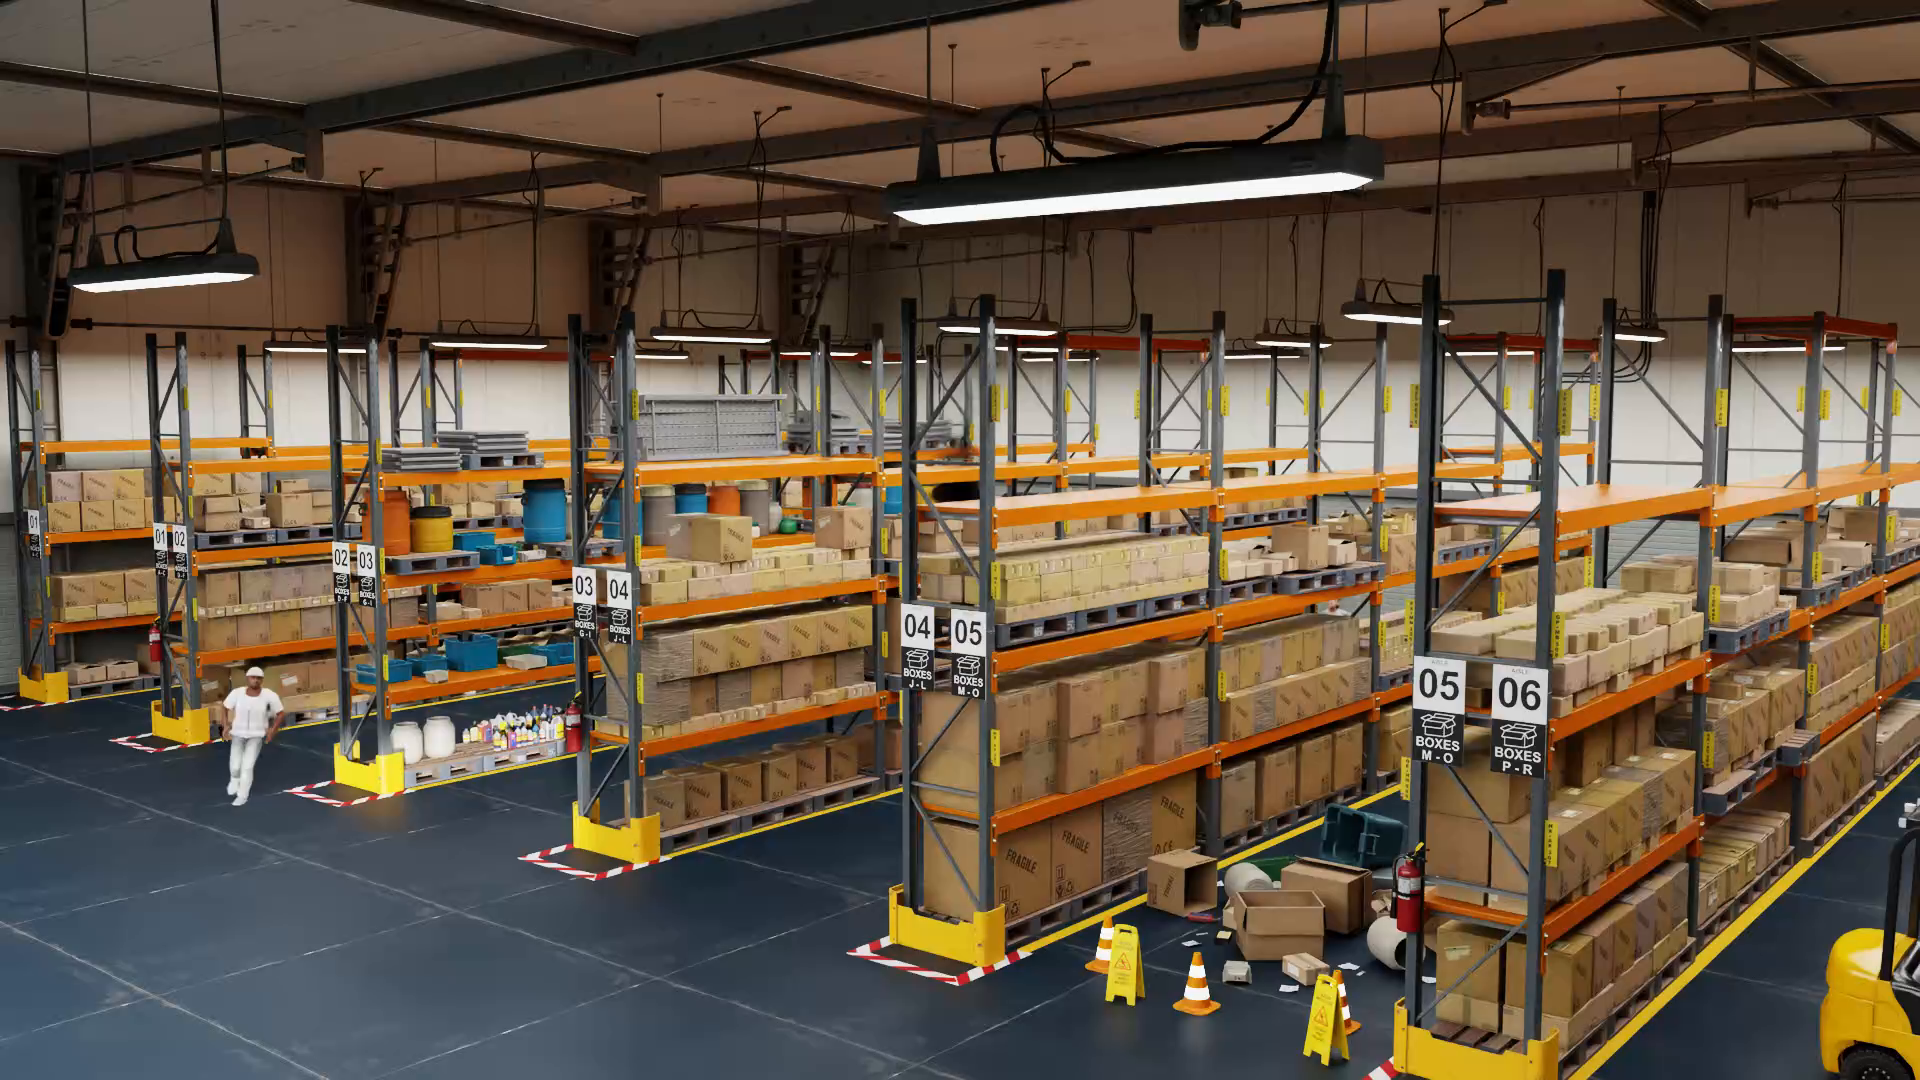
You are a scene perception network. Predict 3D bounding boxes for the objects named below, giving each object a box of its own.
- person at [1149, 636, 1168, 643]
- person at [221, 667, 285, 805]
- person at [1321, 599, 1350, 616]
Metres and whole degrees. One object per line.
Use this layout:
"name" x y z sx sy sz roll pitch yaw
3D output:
"person" 2.634 1.850 23.539 0.682 1.820 0.928 3 6 32
"person" -8.880 2.436 20.901 0.752 1.711 0.593 -2 5 -16
"person" 6.372 1.784 28.399 0.599 1.730 0.800 3 6 31
